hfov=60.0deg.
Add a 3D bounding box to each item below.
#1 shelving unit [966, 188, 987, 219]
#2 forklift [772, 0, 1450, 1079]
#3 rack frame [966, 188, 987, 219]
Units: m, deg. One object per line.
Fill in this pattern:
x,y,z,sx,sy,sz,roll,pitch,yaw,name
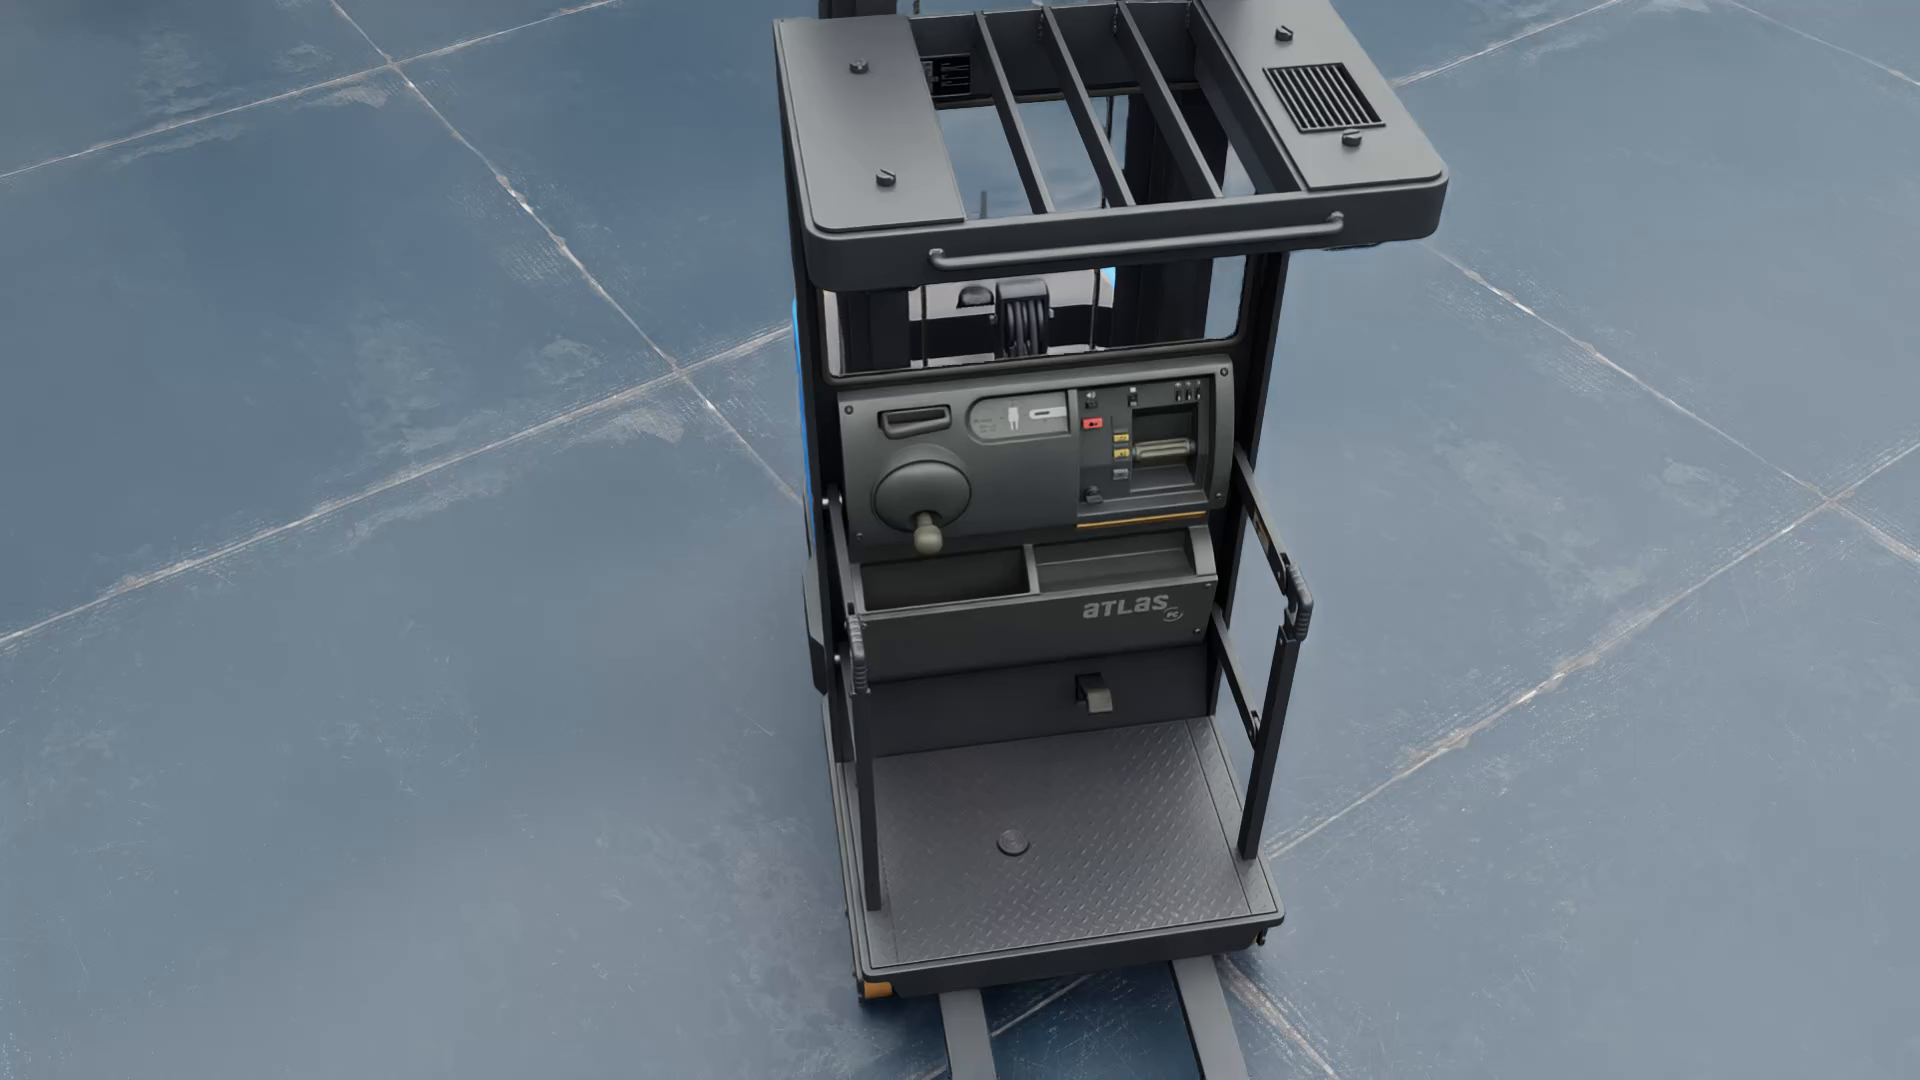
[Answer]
-0.022,-0.582,5.491,0.258,1.200,0.189,-6,44,-7,shelving unit
0.222,-0.108,3.740,1.130,2.935,3.031,-6,44,-7,forklift
-0.036,-0.645,5.556,0.240,1.200,0.006,-6,44,-7,rack frame
